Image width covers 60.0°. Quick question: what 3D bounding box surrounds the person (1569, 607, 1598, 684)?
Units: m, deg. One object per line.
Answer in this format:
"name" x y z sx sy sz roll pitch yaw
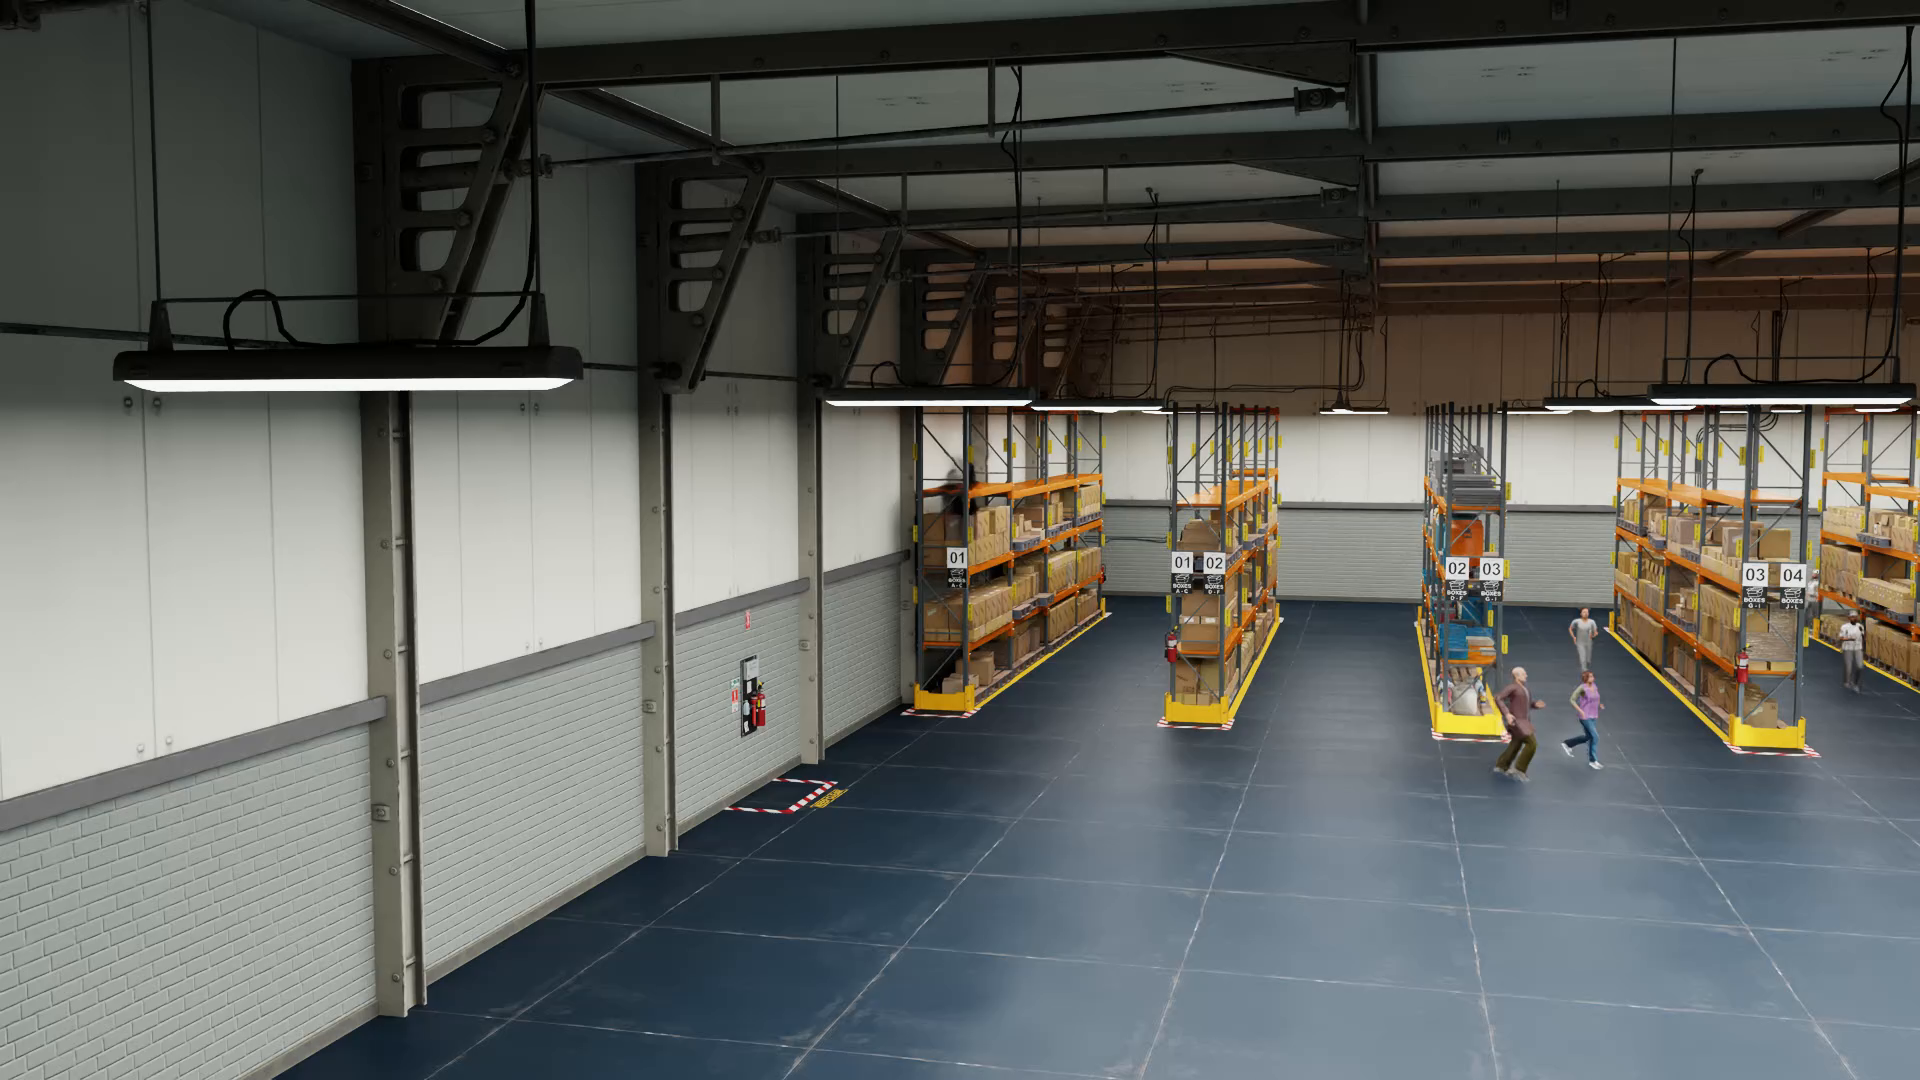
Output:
"person" 13.338 2.254 35.565 0.572 1.662 0.839 1 4 8

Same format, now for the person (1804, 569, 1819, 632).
"person" 22.581 1.608 44.005 0.646 1.768 0.665 -1 4 -8

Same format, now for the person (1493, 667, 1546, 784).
"person" 8.792 2.911 26.144 0.804 1.829 0.663 3 5 34

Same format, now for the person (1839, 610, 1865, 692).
"person" 18.648 2.324 34.709 0.555 1.727 0.660 1 4 13

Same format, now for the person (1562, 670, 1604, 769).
"person" 10.259 2.926 27.308 0.532 1.589 0.756 -3 5 -37
